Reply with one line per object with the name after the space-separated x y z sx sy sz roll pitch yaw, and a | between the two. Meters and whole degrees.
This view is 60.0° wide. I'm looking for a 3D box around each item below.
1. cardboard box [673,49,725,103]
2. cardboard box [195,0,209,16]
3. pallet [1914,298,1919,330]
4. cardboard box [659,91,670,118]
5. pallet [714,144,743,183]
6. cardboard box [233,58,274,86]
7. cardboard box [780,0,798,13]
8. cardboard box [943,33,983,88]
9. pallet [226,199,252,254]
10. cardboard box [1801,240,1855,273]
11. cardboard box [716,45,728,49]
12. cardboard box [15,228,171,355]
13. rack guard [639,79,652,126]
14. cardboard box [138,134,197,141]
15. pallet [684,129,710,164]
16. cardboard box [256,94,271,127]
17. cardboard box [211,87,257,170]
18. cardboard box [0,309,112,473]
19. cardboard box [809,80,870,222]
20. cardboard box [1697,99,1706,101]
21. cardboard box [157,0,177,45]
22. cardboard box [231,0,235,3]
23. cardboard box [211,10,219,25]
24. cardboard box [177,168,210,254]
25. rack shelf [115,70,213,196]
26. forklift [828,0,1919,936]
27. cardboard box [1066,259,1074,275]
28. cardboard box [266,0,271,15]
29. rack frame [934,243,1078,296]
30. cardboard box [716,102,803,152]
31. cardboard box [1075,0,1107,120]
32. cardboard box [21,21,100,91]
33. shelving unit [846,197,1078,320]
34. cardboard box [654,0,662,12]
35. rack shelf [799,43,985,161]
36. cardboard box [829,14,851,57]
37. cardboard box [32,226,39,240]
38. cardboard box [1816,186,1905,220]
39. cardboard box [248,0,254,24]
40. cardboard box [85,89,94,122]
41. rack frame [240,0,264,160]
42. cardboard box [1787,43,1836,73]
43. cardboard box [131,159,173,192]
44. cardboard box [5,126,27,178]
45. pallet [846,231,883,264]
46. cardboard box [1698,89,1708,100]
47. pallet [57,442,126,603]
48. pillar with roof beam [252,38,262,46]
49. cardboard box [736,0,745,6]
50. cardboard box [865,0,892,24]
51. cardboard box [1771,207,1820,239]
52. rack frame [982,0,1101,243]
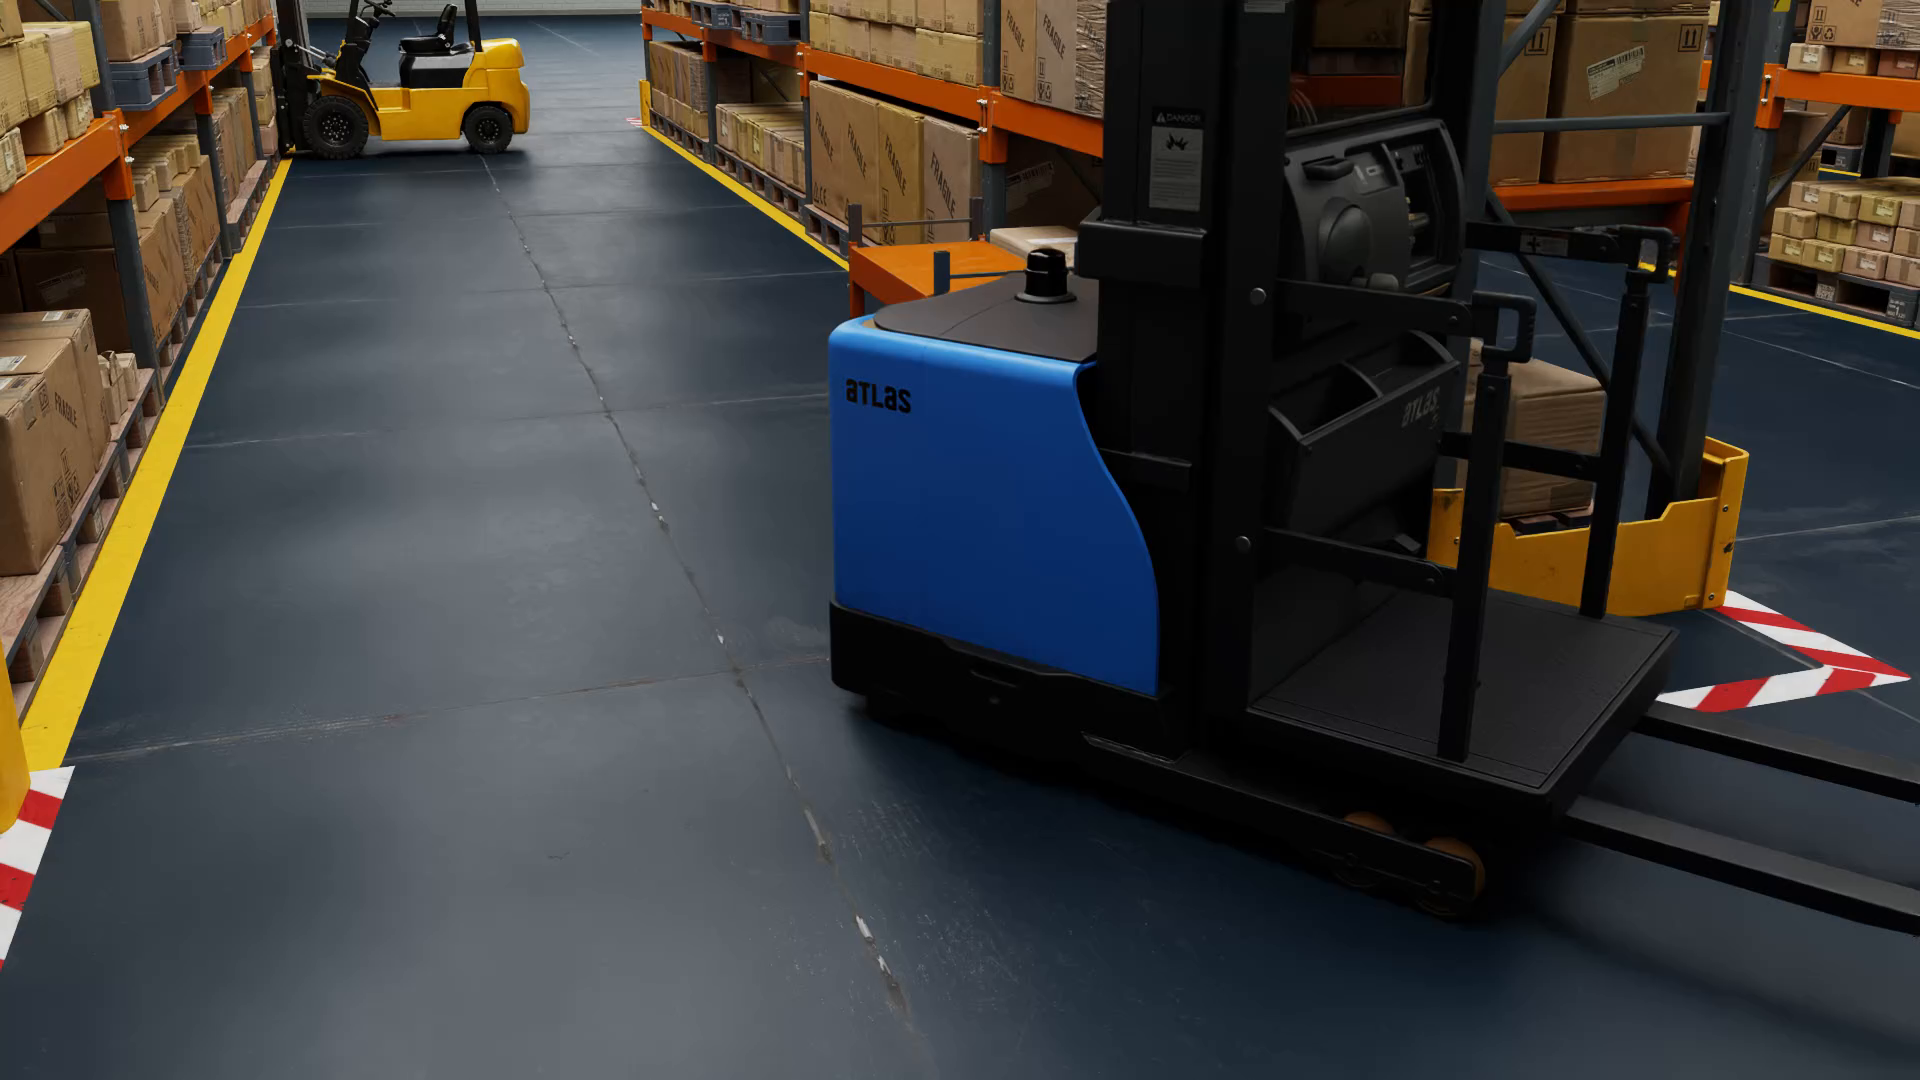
-2.671 -4.799 17.177 0.500 0.500 0.500 -5 20 -14 | cardboard box
-5.244 -3.578 10.923 0.500 0.250 0.500 -6 21 -17 | cardboard box
5.907 -1.129 8.748 1.003 0.211 1.213 -6 21 -17 | pallet
-3.020 -4.789 18.258 0.500 0.250 0.500 -6 21 -15 | cardboard box
-1.661 -3.492 15.327 1.003 0.211 1.213 -6 21 -17 | pallet
-6.790 -4.412 15.730 0.500 0.250 0.500 -6 21 -15 | cardboard box
-1.129 -4.009 12.390 0.380 0.149 0.250 -6 21 -16 | cardboard box
0.227 -2.534 8.755 0.500 0.250 0.500 -7 21 -18 | cardboard box
-5.582 -2.198 11.724 1.003 0.211 1.213 -6 21 -17 | pallet
5.168 -1.665 9.711 0.380 0.149 0.250 -6 21 -16 | cardboard box
-2.346 -5.035 17.835 0.500 0.500 0.500 -7 21 -18 | cardboard box
-4.042 -1.159 7.782 0.500 0.500 0.500 -5 20 -15 | cardboard box
-3.140 -5.137 19.480 1.175 0.500 0.348 -6 21 -17 | rack guard
-4.965 -2.437 10.381 0.380 0.149 0.250 -7 21 -20 | cardboard box
-2.152 -3.954 16.612 1.003 0.211 1.213 -6 21 -17 | pallet
-6.477 -3.853 14.912 0.500 0.250 0.500 -6 21 -17 | cardboard box
-6.443 -3.440 13.947 0.875 0.625 0.625 -5 20 -15 | cardboard box
-3.506 -0.514 5.987 0.700 0.500 0.500 -7 21 -19 | cardboard box
-0.511 -2.738 11.624 0.875 0.875 0.875 -7 21 -18 | cardboard box
4.968 -3.020 11.853 0.500 0.250 0.500 -6 20 -15 | cardboard box
-4.452 -2.800 8.506 0.700 0.500 0.500 -6 21 -17 | cardboard box
-6.052 -4.396 13.200 0.500 0.250 0.500 -7 21 -19 | cardboard box
-5.590 -3.666 11.909 0.500 0.250 0.500 -7 21 -19 | cardboard box
-4.876 -1.989 10.093 0.500 0.500 0.500 -7 21 -18 | cardboard box
-4.732 -2.262 8.841 1.077 0.370 4.000 -6 21 -17 | rack shelf
1.130 -0.763 3.704 3.031 2.935 1.130 14 24 34 | forklift
0.985 -0.979 7.373 0.875 0.438 0.875 -7 21 -19 | cardboard box
-7.471 -5.727 17.274 0.500 0.500 0.500 -7 21 -18 | cardboard box
0.162 -0.364 5.266 0.500 1.125 0.032 -6 21 -17 | rack frame
-1.740 -3.847 15.457 0.950 0.372 0.625 -6 21 -17 | cardboard box
0.811 -2.034 6.993 0.500 0.500 0.500 -6 21 -17 | cardboard box
-3.712 -1.891 6.524 0.500 0.250 0.500 -6 21 -16 | cardboard box
0.002 -0.527 5.720 0.538 1.125 1.048 -6 21 -17 | shelving unit
-3.118 -5.829 18.080 0.380 0.149 0.250 -6 21 -16 | cardboard box
-0.021 -2.790 10.312 1.077 0.370 4.000 -6 21 -17 | rack shelf
-0.556 -3.354 11.038 0.500 0.250 0.500 -7 21 -19 | cardboard box
-4.124 -1.509 7.798 0.380 0.149 0.250 -7 21 -19 | cardboard box
5.217 -1.954 9.636 0.380 0.149 0.250 -5 20 -15 | cardboard box
-6.689 -4.908 14.997 0.500 0.500 0.500 -6 21 -16 | cardboard box
-3.763 -1.765 6.764 0.380 0.149 0.250 -6 21 -16 | cardboard box
-6.618 -4.526 14.080 1.000 3.000 0.127 -6 21 -17 | rack frame
5.053 -2.802 9.651 0.380 0.149 0.250 -6 21 -15 | cardboard box
-4.575 -2.009 9.188 0.380 0.149 0.250 -7 21 -20 | cardboard box
-3.149 -1.192 5.171 0.380 0.149 0.250 -6 21 -16 | cardboard box
-0.094 -1.807 10.634 1.003 0.211 1.213 -6 21 -17 | pallet
7.982 -4.604 17.344 0.700 0.500 0.500 -8 21 -22 | cardboard box
-3.501 -0.033 5.698 1.003 0.211 1.213 -6 21 -17 | pallet
-10.083 -14.547 33.106 9.100 9.000 0.400 -6 21 -17 | pillar with roof beam
-1.650 -4.502 13.763 0.380 0.149 0.250 -6 20 -15 | cardboard box
-0.272 -3.255 10.024 0.500 0.250 0.500 -6 21 -16 | cardboard box
5.085 -1.891 9.900 0.380 0.149 0.250 -5 20 -15 | cardboard box
0.608 -2.487 8.404 1.000 3.000 0.127 -6 21 -17 | rack frame
